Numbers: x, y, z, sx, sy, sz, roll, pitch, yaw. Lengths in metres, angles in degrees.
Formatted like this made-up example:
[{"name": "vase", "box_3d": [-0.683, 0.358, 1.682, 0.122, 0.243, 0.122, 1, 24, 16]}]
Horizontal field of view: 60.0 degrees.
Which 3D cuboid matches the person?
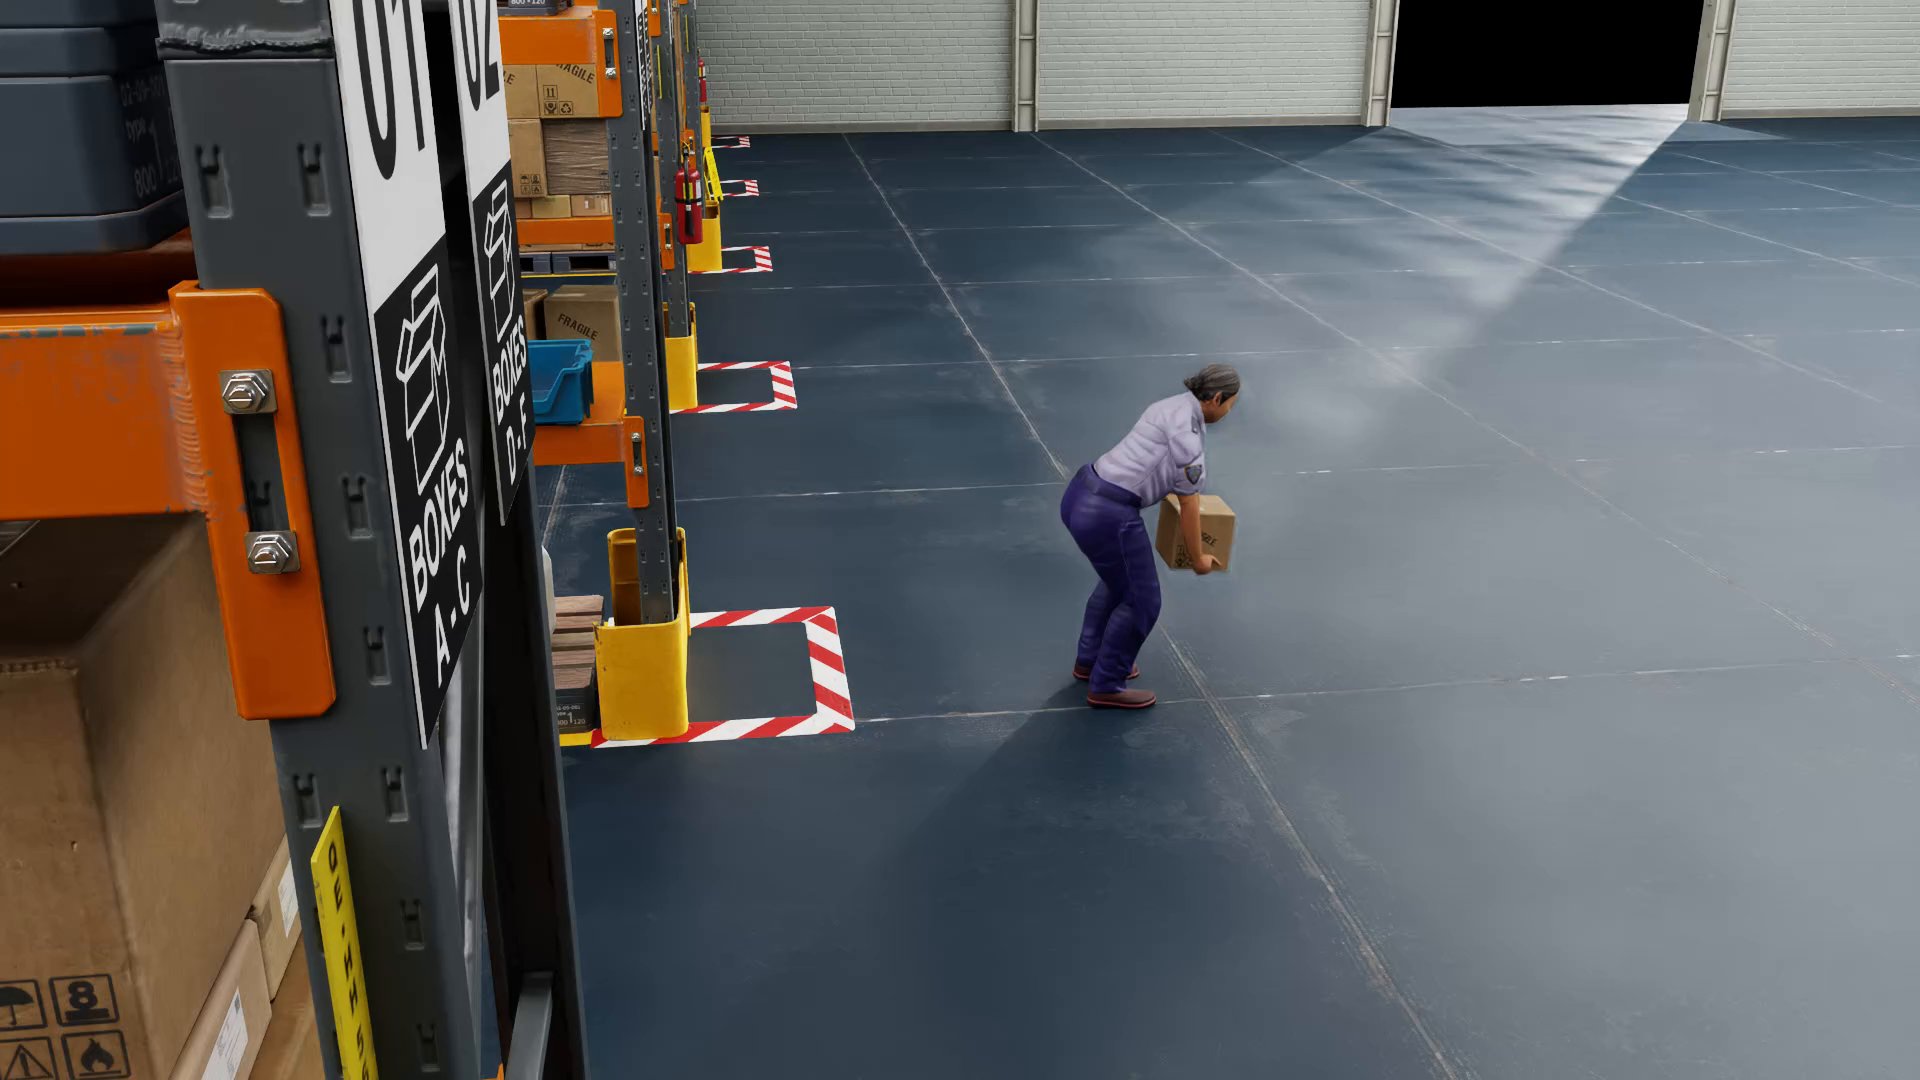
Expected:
[{"name": "person", "box_3d": [0.794, -0.025, 6.984, 0.728, 1.437, 0.454, -3, 20, -9]}]
